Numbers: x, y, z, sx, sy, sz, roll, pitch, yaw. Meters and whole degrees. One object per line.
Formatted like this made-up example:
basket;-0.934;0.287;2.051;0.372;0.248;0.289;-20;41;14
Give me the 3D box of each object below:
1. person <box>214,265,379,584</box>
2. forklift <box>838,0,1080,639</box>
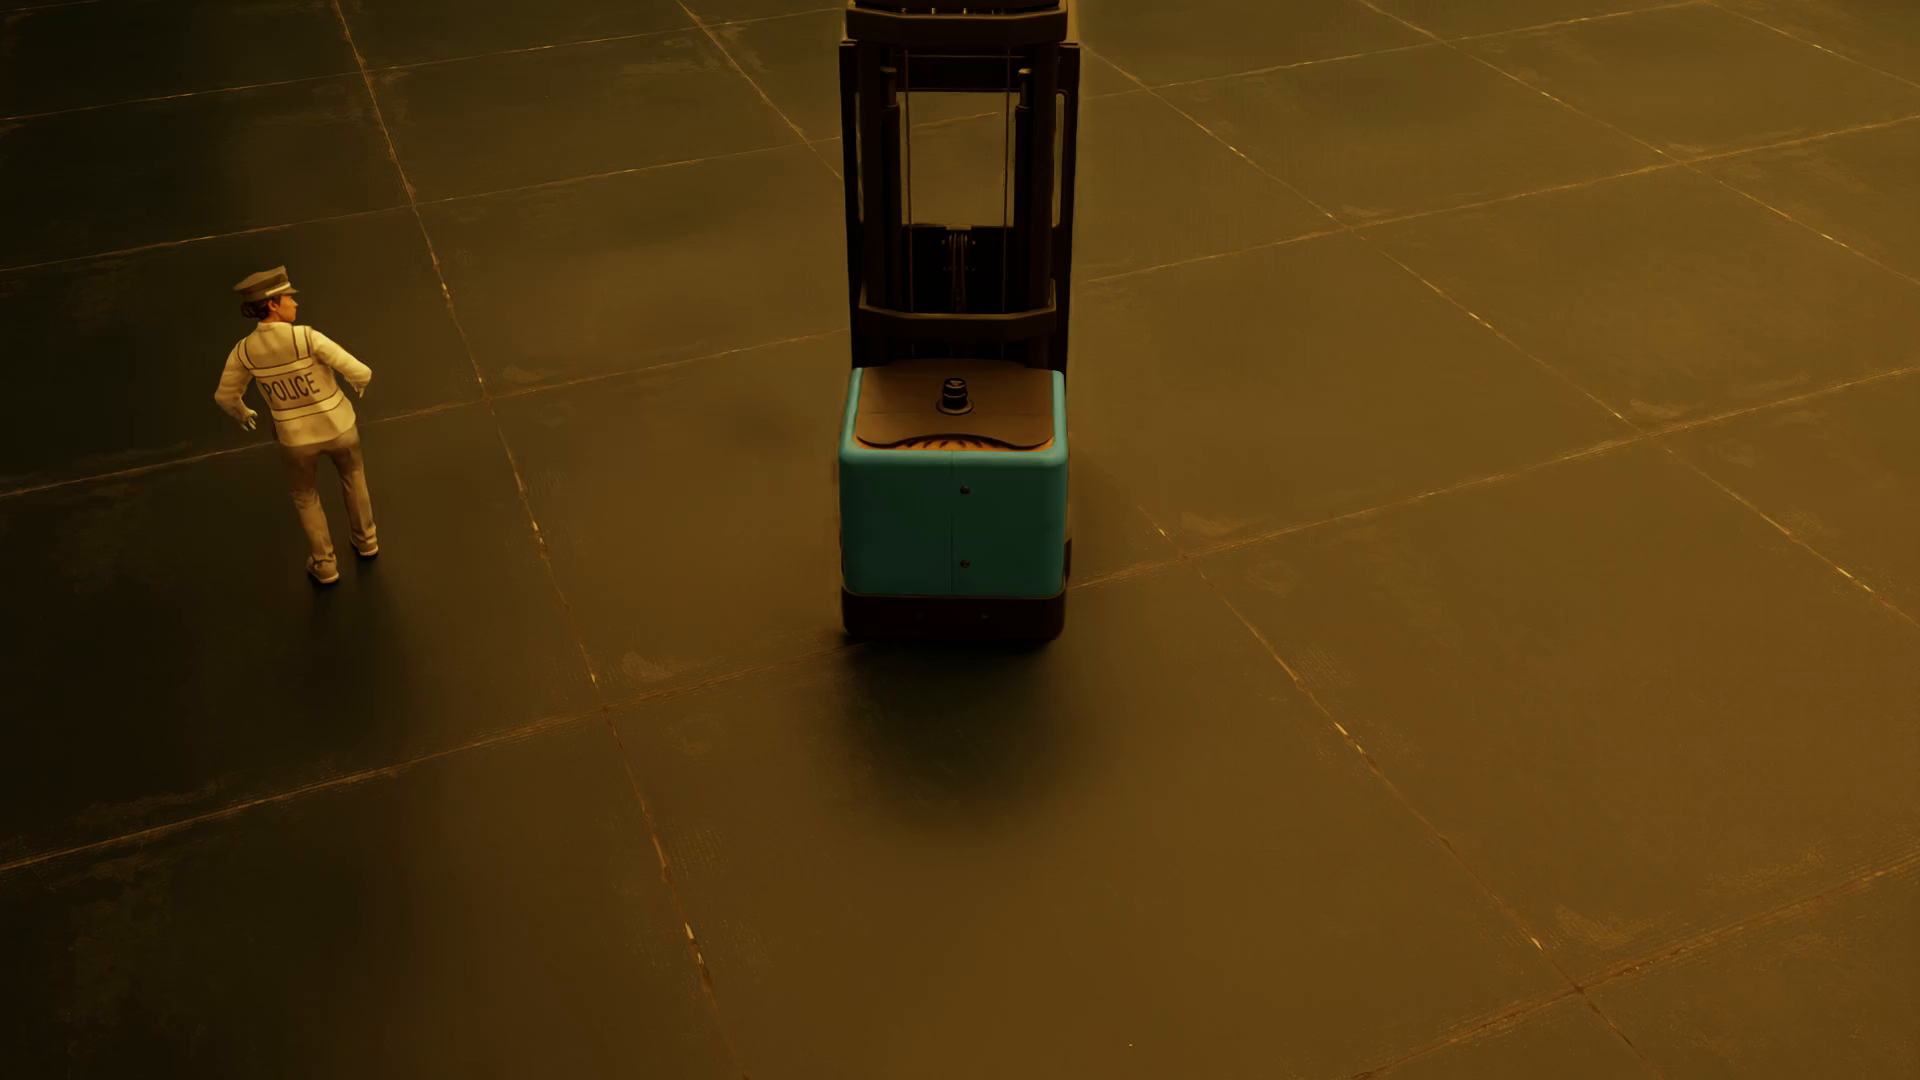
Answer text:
person;-3.154;-0.546;8.018;0.720;1.627;0.483;-10;37;-14
forklift;0.004;-1.551;8.279;1.130;2.935;3.031;1;35;1
